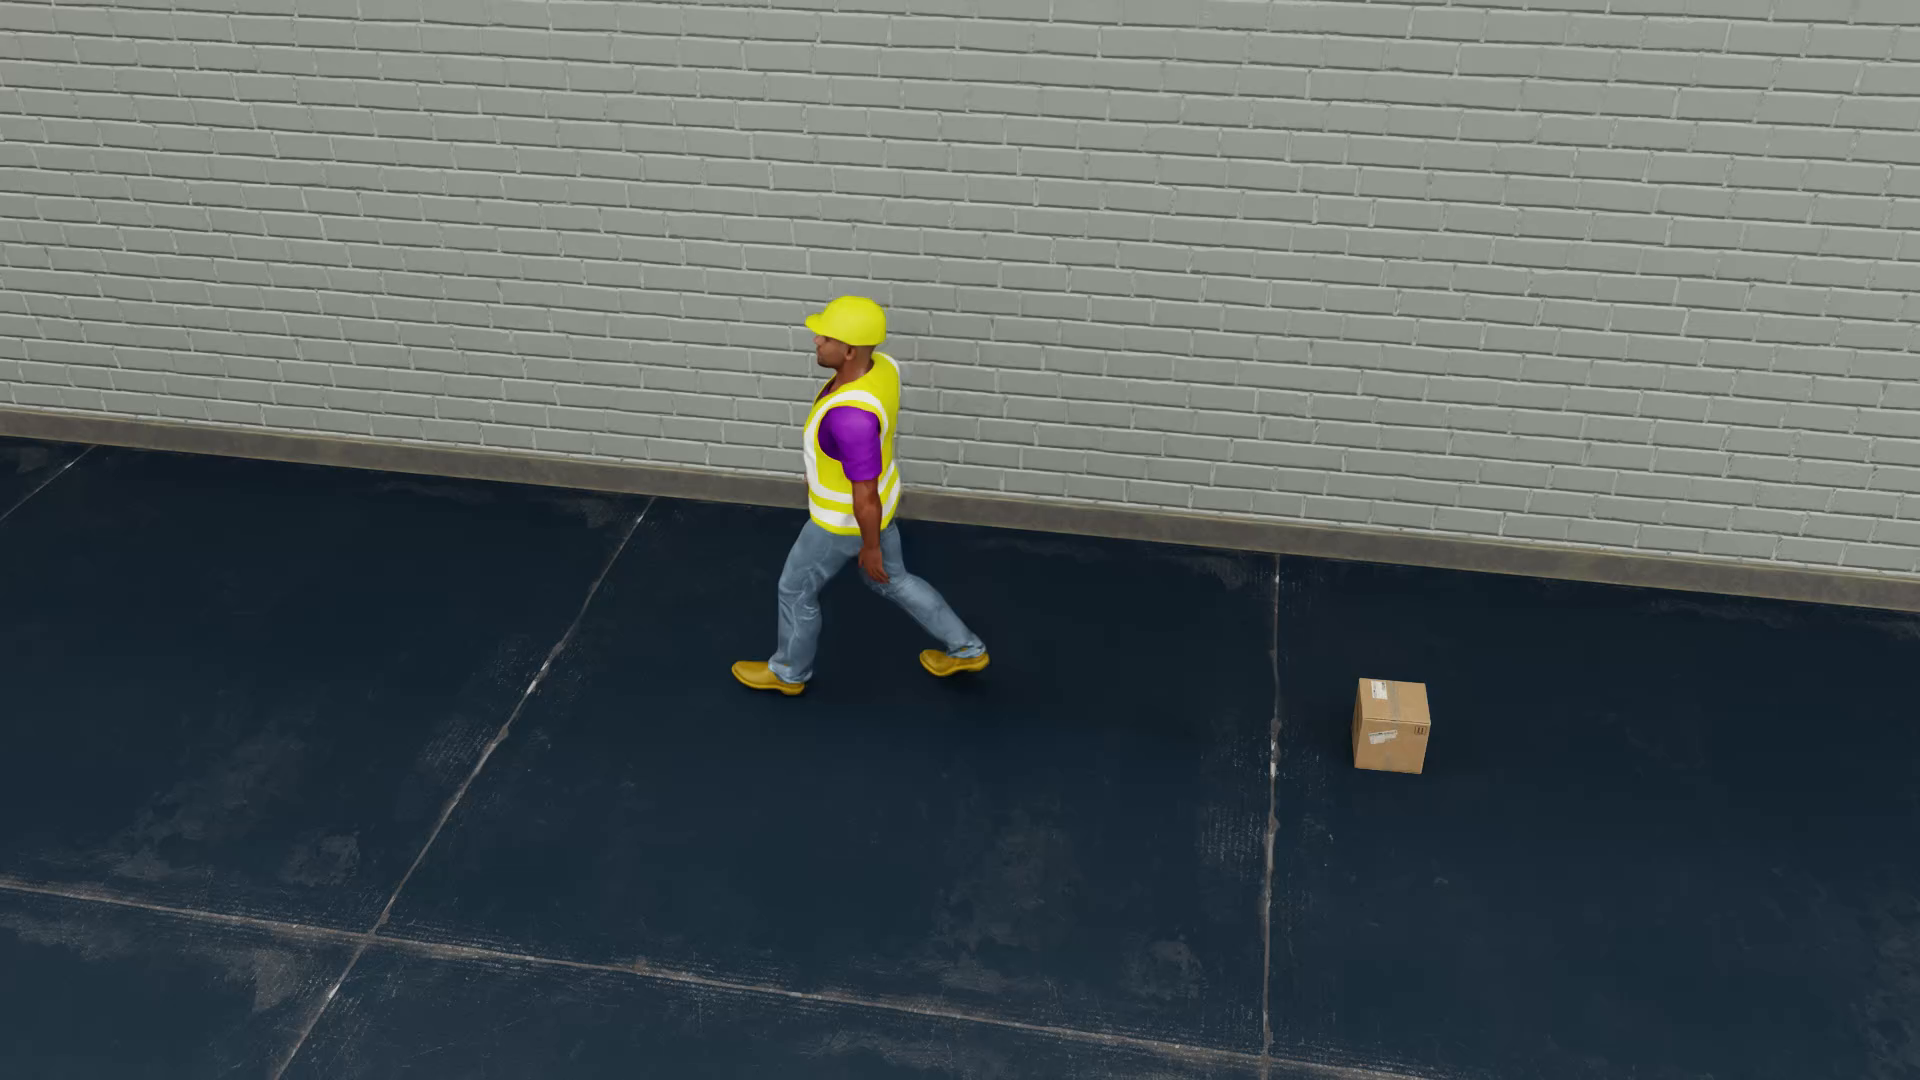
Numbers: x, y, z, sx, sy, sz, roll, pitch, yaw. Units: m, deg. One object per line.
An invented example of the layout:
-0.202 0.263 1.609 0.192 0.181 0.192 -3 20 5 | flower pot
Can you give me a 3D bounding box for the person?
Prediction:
-0.402 -0.135 6.331 1.037 1.725 0.564 7 33 11 | person
